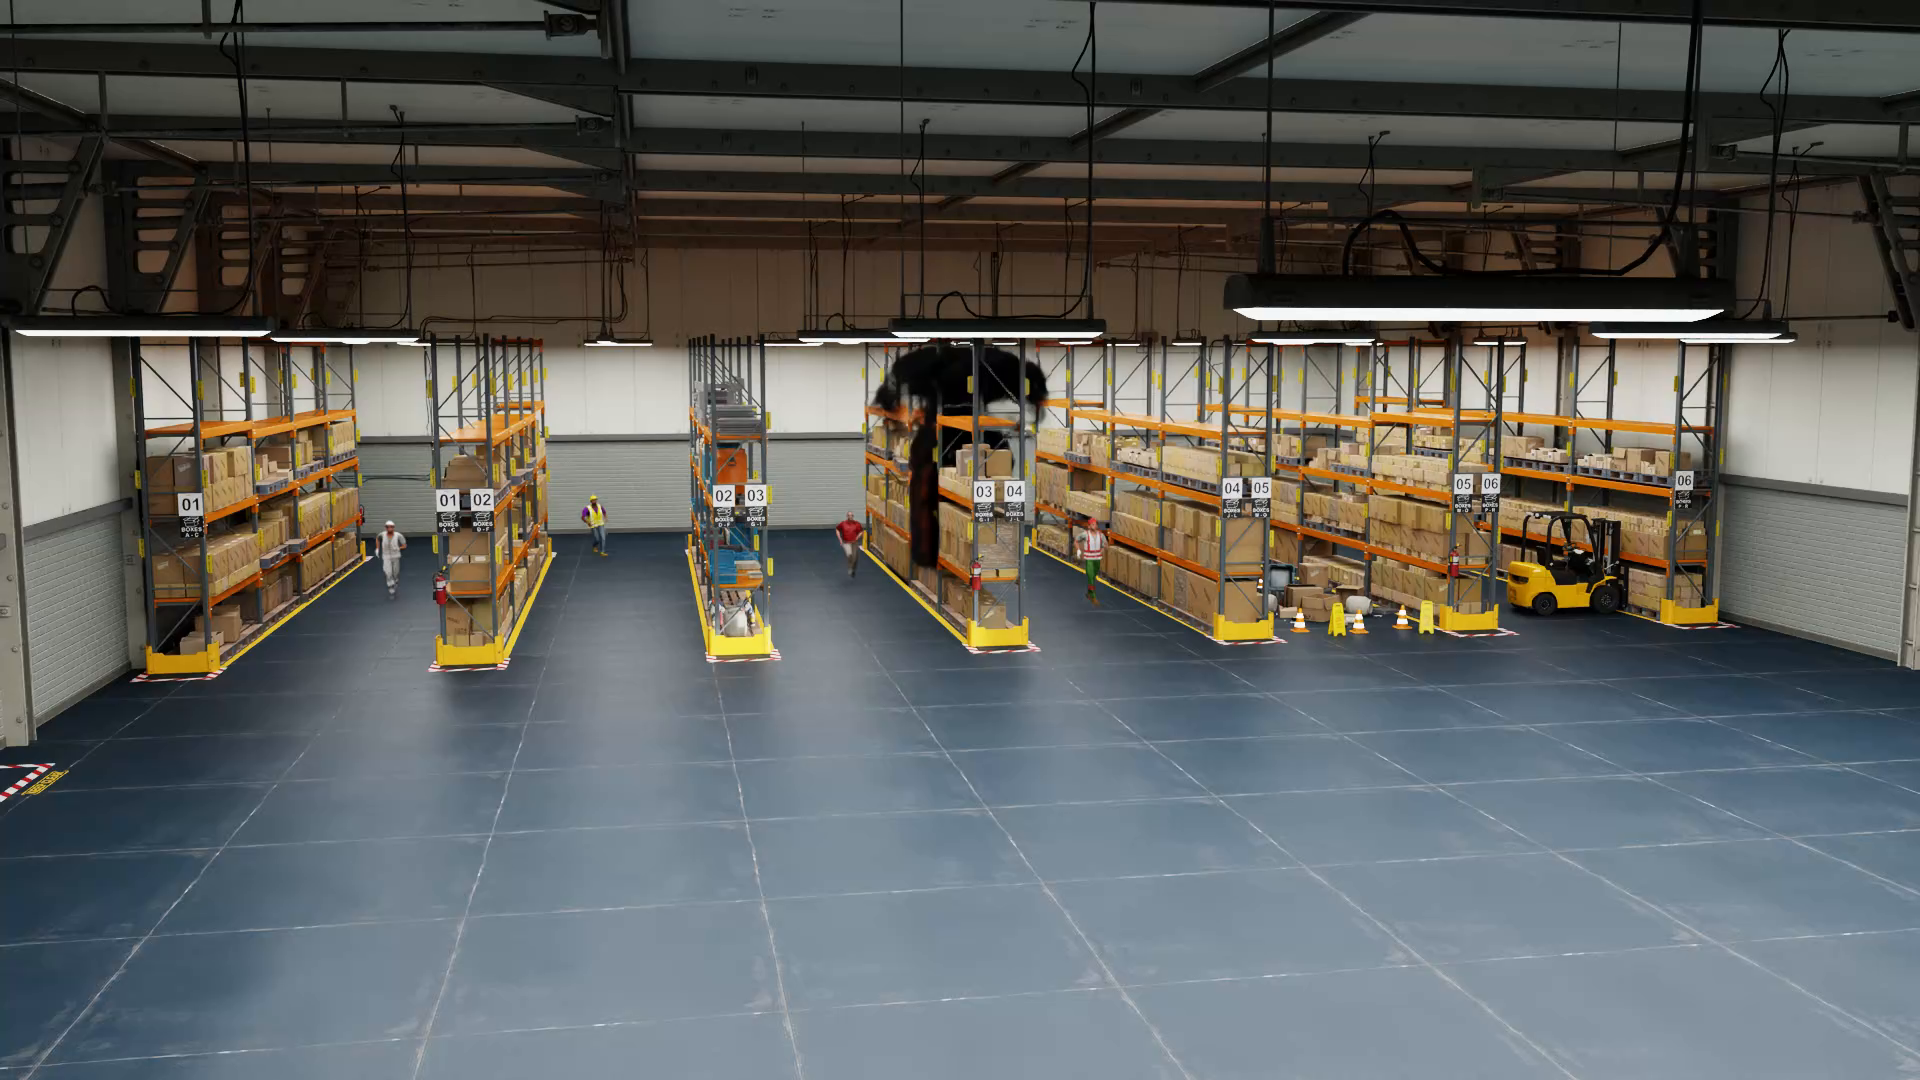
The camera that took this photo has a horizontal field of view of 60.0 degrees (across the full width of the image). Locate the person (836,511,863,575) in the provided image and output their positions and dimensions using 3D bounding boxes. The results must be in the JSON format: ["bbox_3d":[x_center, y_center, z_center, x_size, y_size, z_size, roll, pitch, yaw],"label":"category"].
[{"bbox_3d":[-2.701,0.098,40.850,0.666,1.621,0.866,-1,7,-11],"label":"person"}]

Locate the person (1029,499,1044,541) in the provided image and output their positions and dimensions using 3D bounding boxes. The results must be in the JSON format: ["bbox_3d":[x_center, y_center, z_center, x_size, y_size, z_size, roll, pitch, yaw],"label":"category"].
[{"bbox_3d":[2.403,-0.781,49.695,0.744,1.686,0.607,0,7,1],"label":"person"}]

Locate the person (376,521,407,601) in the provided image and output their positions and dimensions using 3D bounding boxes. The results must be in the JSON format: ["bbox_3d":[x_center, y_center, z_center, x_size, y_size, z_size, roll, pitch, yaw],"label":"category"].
[{"bbox_3d":[-13.099,0.449,38.325,0.688,1.807,1.018,-2,7,-14],"label":"person"}]

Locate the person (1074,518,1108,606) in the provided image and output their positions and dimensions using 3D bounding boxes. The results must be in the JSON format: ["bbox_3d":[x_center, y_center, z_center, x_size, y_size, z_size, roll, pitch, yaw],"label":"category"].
[{"bbox_3d":[2.845,0.440,35.589,0.659,1.820,0.858,-3,7,-22],"label":"person"}]

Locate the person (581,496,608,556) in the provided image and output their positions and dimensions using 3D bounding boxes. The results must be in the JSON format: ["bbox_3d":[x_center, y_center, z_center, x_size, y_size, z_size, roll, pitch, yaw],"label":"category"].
[{"bbox_3d":[-10.095,-0.389,46.038,0.727,1.702,0.636,-5,8,-36],"label":"person"}]
